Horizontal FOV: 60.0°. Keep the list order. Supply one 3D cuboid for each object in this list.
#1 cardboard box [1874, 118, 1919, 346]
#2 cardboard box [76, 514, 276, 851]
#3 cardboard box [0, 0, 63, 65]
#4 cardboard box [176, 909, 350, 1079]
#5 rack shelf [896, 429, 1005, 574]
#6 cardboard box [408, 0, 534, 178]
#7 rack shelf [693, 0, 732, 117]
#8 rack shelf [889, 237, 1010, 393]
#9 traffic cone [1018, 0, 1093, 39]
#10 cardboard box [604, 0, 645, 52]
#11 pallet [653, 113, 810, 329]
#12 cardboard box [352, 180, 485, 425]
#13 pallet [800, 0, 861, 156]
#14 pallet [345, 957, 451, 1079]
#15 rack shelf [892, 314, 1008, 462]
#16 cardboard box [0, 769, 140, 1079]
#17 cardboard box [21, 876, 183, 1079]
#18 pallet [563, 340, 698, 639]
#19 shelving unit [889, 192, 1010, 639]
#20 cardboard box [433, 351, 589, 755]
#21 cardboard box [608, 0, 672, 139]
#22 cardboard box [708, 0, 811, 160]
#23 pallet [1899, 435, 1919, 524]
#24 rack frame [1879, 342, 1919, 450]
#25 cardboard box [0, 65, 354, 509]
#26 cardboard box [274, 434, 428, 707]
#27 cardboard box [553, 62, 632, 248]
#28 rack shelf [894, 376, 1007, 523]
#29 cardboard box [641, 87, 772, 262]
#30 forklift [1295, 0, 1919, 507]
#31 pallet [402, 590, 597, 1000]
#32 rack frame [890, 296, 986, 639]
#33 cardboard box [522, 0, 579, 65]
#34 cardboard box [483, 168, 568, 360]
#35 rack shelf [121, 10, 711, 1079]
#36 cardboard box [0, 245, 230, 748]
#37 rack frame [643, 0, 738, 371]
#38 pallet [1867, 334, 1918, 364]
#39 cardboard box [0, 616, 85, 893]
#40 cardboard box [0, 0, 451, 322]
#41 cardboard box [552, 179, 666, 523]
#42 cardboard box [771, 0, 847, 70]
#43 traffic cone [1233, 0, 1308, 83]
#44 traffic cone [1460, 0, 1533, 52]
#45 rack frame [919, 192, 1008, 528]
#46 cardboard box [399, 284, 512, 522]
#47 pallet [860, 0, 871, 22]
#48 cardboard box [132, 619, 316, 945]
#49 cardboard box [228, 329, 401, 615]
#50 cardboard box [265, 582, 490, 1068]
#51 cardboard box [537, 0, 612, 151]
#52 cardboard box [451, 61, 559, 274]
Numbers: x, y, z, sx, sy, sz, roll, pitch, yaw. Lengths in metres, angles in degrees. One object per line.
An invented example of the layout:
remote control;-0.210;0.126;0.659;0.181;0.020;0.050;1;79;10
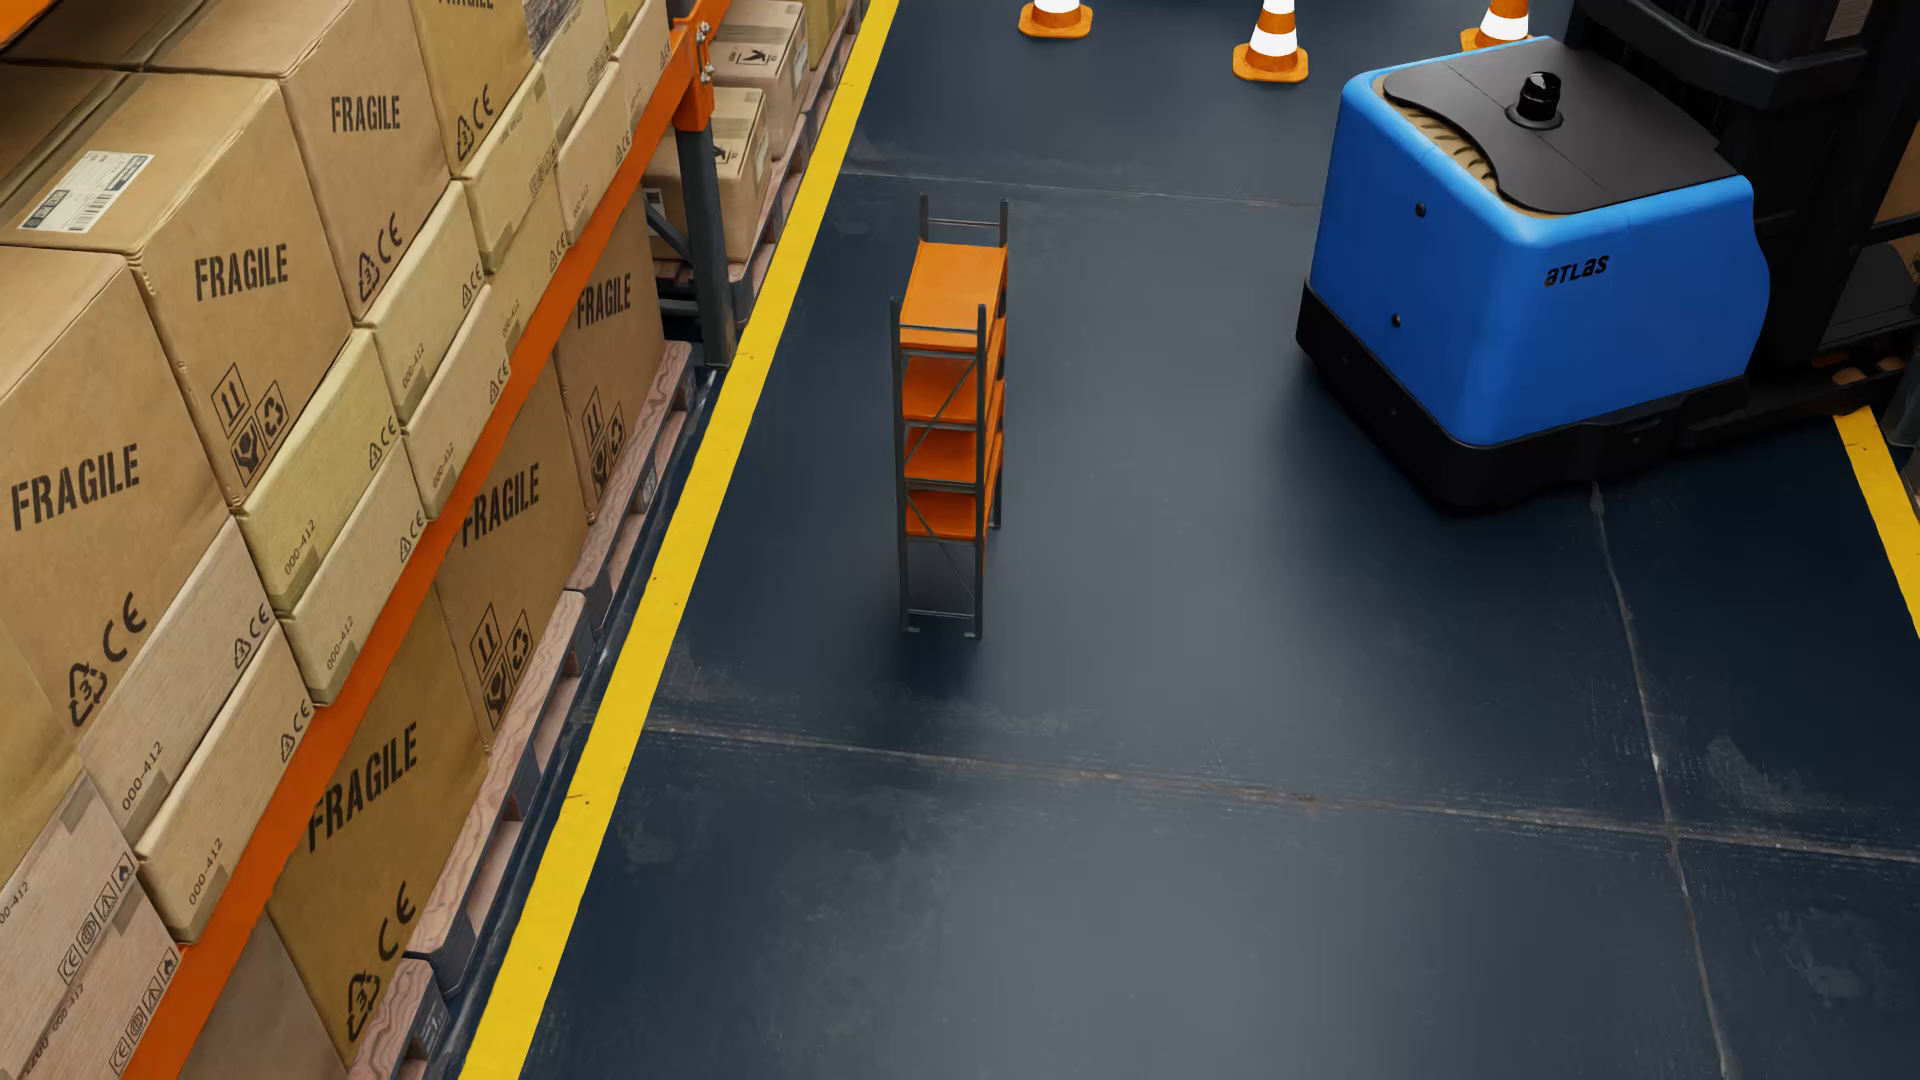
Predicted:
cardboard box;3.787;-1.139;5.602;1.050;0.750;0.750;5;44;5
cardboard box;-1.452;0.190;2.614;0.500;0.250;0.500;6;44;6
cardboard box;-1.820;-0.829;3.144;0.500;0.500;0.500;6;44;6
cardboard box;-1.828;1.138;3.106;0.875;0.875;0.875;6;44;7
rack shelf;-0.022;-0.130;4.901;0.258;0.148;0.480;5;44;6
cardboard box;-1.243;-1.112;3.443;0.500;0.500;0.500;5;44;6
rack shelf;-1.038;-2.879;6.632;1.077;0.370;4.000;5;44;6
rack shelf;-0.022;-0.608;4.448;0.258;0.148;0.480;5;44;6
traffic cone;0.450;-2.610;7.670;0.336;0.463;0.334;5;44;6
cardboard box;-1.115;-1.551;4.452;0.500;0.250;0.500;5;44;5
pallet;-1.198;-1.297;6.466;1.003;0.211;1.213;5;44;6
cardboard box;-1.294;-0.497;3.338;0.500;0.250;0.500;4;44;4
pallet;-1.034;-2.126;7.342;1.003;0.211;1.213;5;44;6
pallet;-1.804;1.429;3.588;1.003;0.211;1.213;5;44;6
rack shelf;-0.022;-0.436;4.611;0.258;0.148;0.480;5;44;6
cardboard box;-1.493;0.548;2.236;0.500;0.250;0.500;4;44;4
cardboard box;-1.511;0.727;2.409;0.500;0.250;0.500;4;44;5
pallet;-1.481;-0.234;5.344;1.003;0.211;1.213;5;44;6
shelving unit;-0.022;-0.323;4.718;0.258;1.200;0.503;5;44;6
cardboard box;-1.598;-0.088;4.401;0.875;0.875;0.875;6;44;6
cardboard box;-1.112;-1.355;4.608;0.500;0.250;0.500;4;44;4
cardboard box;-1.128;-1.863;6.642;0.950;0.372;0.625;4;44;5
pallet;3.513;0.149;4.939;1.003;0.211;1.213;5;44;6
rack frame;3.618;-1.396;4.543;1.000;3.000;0.127;5;44;6
cardboard box;-1.379;-0.415;2.707;0.500;0.500;0.500;4;44;4
cardboard box;-1.361;0.027;3.149;0.500;0.250;0.500;5;44;5
cardboard box;-1.164;-1.005;4.239;0.500;0.250;0.500;6;44;6
rack shelf;-0.022;-0.274;4.765;0.258;0.148;0.480;5;44;6
cardboard box;-1.218;-1.360;6.110;0.950;0.372;0.625;3;43;3
forklift;2.760;-1.812;5.032;3.031;2.935;1.130;-15;46;-15
pallet;-1.645;0.595;4.468;1.003;0.211;1.213;5;44;6
rack frame;-0.054;-0.157;4.543;0.240;1.200;0.015;5;44;6
cardboard box;-1.171;-1.450;3.800;0.500;0.500;0.500;6;44;6
cardboard box;-1.246;-0.663;3.878;0.500;0.250;0.500;5;44;5
rack shelf;-1.567;-0.153;3.753;1.077;0.370;4.000;5;44;6
cardboard box;-1.448;-0.074;2.346;0.500;0.500;0.500;5;44;5
rack frame;-1.302;-1.777;4.945;1.000;3.000;0.127;5;44;6
pallet;3.797;-0.914;6.062;1.003;0.211;1.213;5;44;6
cardboard box;-1.488;0.276;1.977;0.500;0.500;0.500;6;44;6
cardboard box;-1.317;-0.768;3.079;0.500;0.500;0.500;5;44;5
cardboard box;-1.476;-0.695;5.042;0.875;0.875;0.875;5;44;5
cardboard box;-1.022;-2.380;7.187;0.950;0.372;0.625;7;44;7
traffic cone;1.403;-2.321;7.365;0.336;0.463;0.334;5;44;6
traffic cone;2.472;-2.424;7.474;0.336;0.463;0.334;5;44;6
rack frame;0.010;-0.489;4.894;0.240;1.200;0.015;5;44;6
cardboard box;-1.286;-0.313;3.508;0.500;0.250;0.500;5;44;5
pallet;-0.875;-2.960;8.223;1.003;0.211;1.213;5;44;6
cardboard box;-1.444;0.375;2.782;0.500;0.250;0.500;4;44;4
cardboard box;-1.359;-0.152;2.974;0.500;0.250;0.500;6;44;6
cardboard box;-1.717;0.522;3.757;0.875;0.875;0.875;6;44;7
cardboard box;-1.179;-1.201;4.083;0.500;0.250;0.500;4;44;4
cardboard box;-1.226;-0.851;3.712;0.500;0.250;0.500;4;44;4
